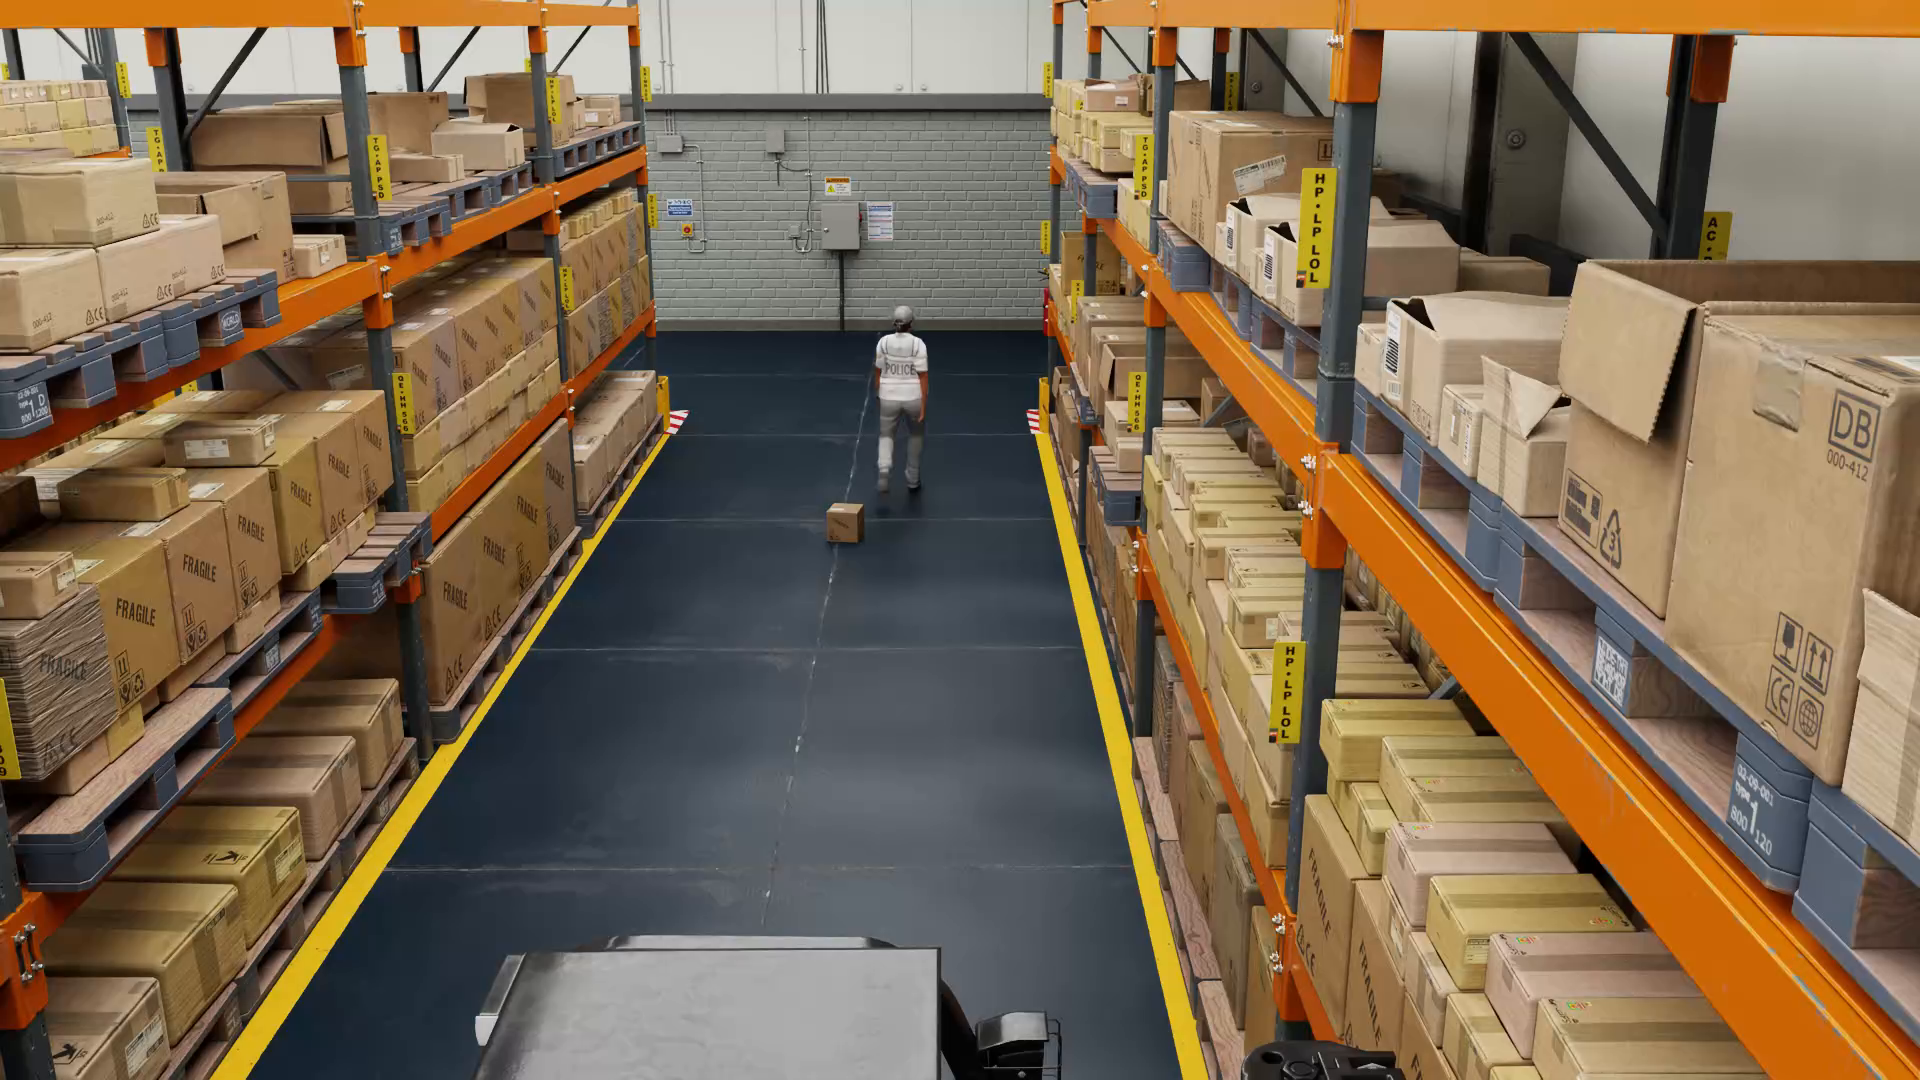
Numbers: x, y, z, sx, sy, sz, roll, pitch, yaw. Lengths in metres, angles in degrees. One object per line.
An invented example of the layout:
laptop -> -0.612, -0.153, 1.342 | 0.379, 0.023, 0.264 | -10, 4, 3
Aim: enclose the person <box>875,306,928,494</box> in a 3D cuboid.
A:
person -> -0.502, -1.206, 14.375 | 0.470, 1.635, 0.761 | 1, 17, 5
